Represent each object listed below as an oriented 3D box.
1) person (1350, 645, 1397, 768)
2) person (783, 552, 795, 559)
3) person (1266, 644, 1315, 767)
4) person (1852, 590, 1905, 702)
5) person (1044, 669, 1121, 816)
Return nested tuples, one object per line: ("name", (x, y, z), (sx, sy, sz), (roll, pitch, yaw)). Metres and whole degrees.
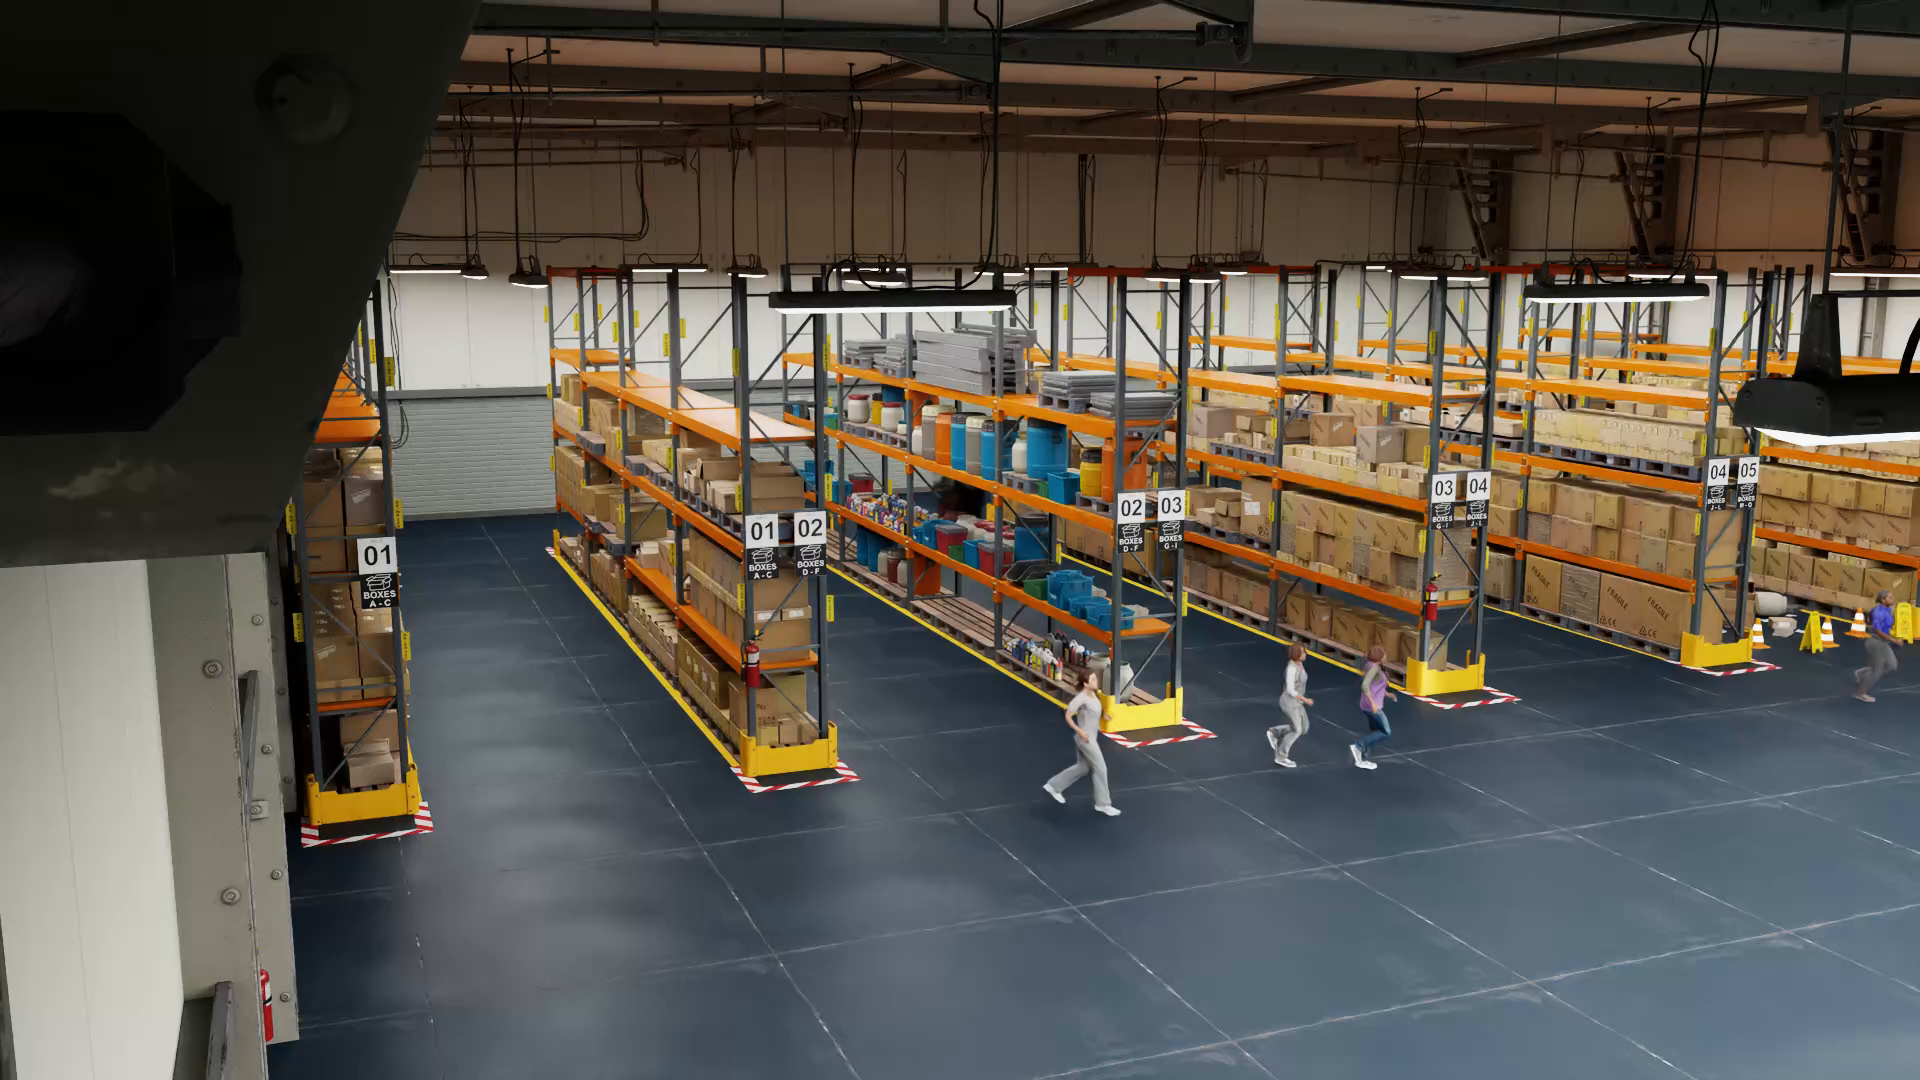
("person", (5.081, 2.056, 20.389), (0.562, 1.562, 0.567), (1, 10, 7))
("person", (-3.094, 0.079, 29.669), (0.677, 1.855, 0.885), (-6, 12, -32))
("person", (4.103, 2.035, 20.573), (0.608, 1.564, 0.562), (4, 11, 20))
("person", (13.028, 1.491, 23.504), (0.598, 1.613, 0.602), (7, 12, 36))
("person", (1.397, 2.269, 18.840), (0.891, 1.681, 0.558), (2, 10, 13))
